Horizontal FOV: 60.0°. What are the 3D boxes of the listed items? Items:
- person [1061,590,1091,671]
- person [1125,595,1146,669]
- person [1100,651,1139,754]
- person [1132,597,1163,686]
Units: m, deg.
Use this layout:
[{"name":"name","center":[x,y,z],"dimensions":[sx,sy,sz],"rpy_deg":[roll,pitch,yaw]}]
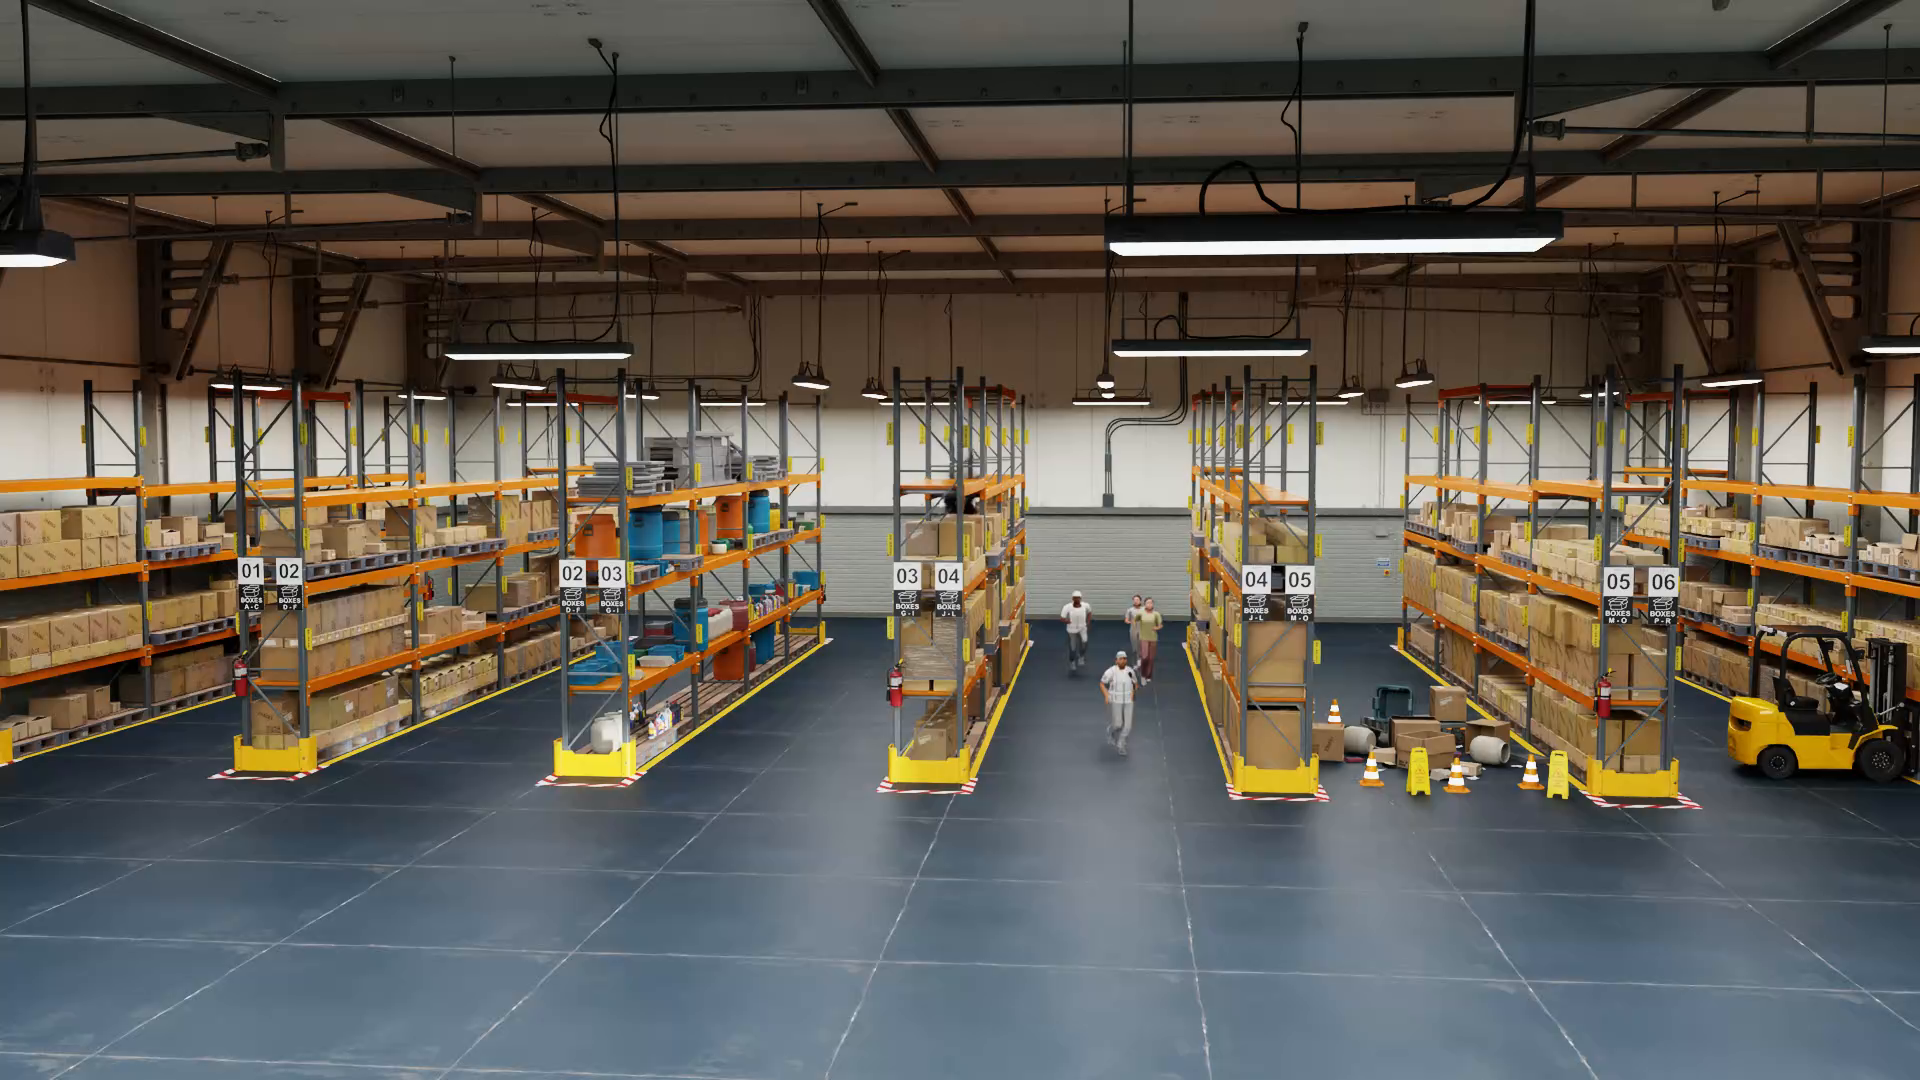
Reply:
[{"name":"person","center":[2.440,1.916,34.944],"dimensions":[0.659,1.734,0.923],"rpy_deg":[0,4,1]},{"name":"person","center":[3.756,1.959,35.031],"dimensions":[0.569,1.611,0.900],"rpy_deg":[1,4,12]},{"name":"person","center":[2.541,2.567,26.243],"dimensions":[0.607,1.624,0.547],"rpy_deg":[-1,4,-12]},{"name":"person","center":[3.569,1.928,31.522],"dimensions":[0.550,1.690,0.627],"rpy_deg":[0,4,-2]}]
